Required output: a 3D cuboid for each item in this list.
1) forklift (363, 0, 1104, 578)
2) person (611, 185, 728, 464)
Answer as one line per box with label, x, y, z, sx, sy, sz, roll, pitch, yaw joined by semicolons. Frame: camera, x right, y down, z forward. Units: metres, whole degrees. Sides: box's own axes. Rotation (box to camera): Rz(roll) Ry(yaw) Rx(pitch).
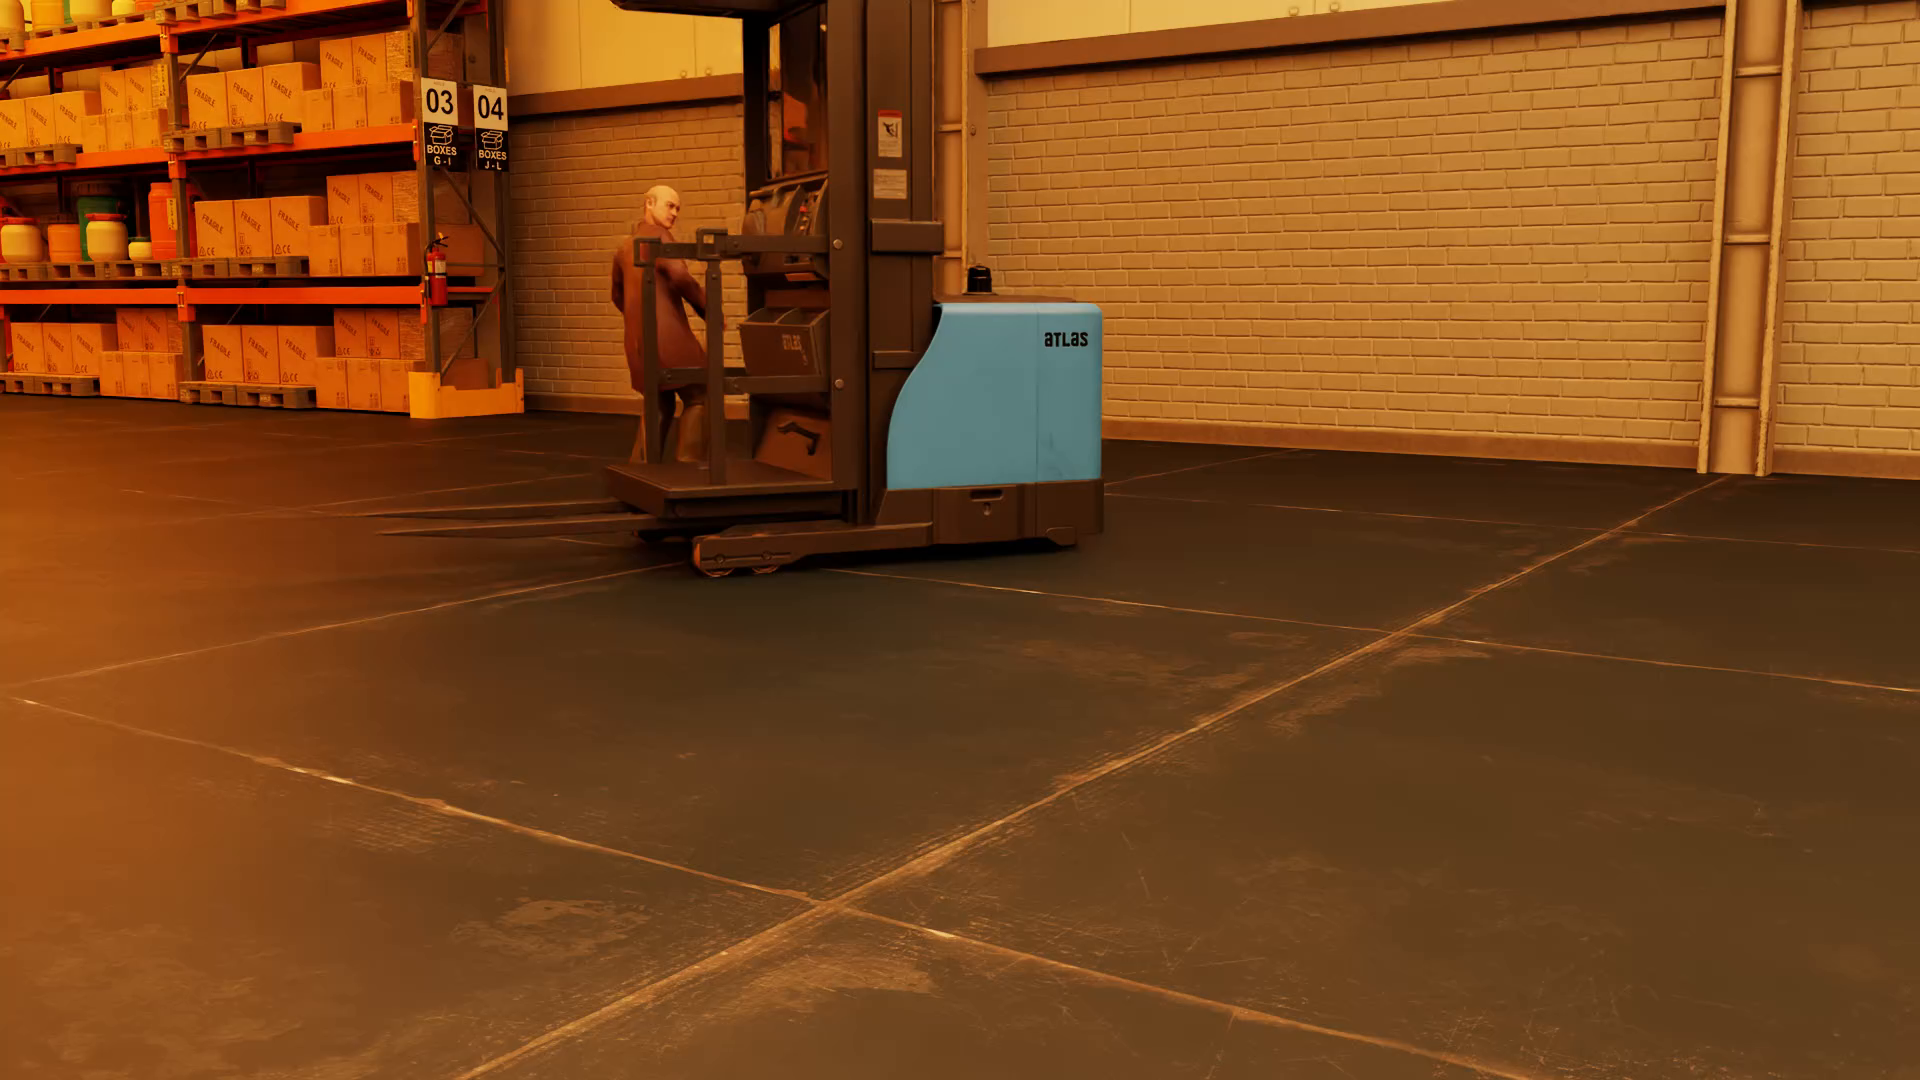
forklift;-0.924;-1.387;6.949;3.031;2.935;1.130;-4;9;-25
person;-1.639;-1.103;9.308;0.808;1.733;0.548;8;11;43
